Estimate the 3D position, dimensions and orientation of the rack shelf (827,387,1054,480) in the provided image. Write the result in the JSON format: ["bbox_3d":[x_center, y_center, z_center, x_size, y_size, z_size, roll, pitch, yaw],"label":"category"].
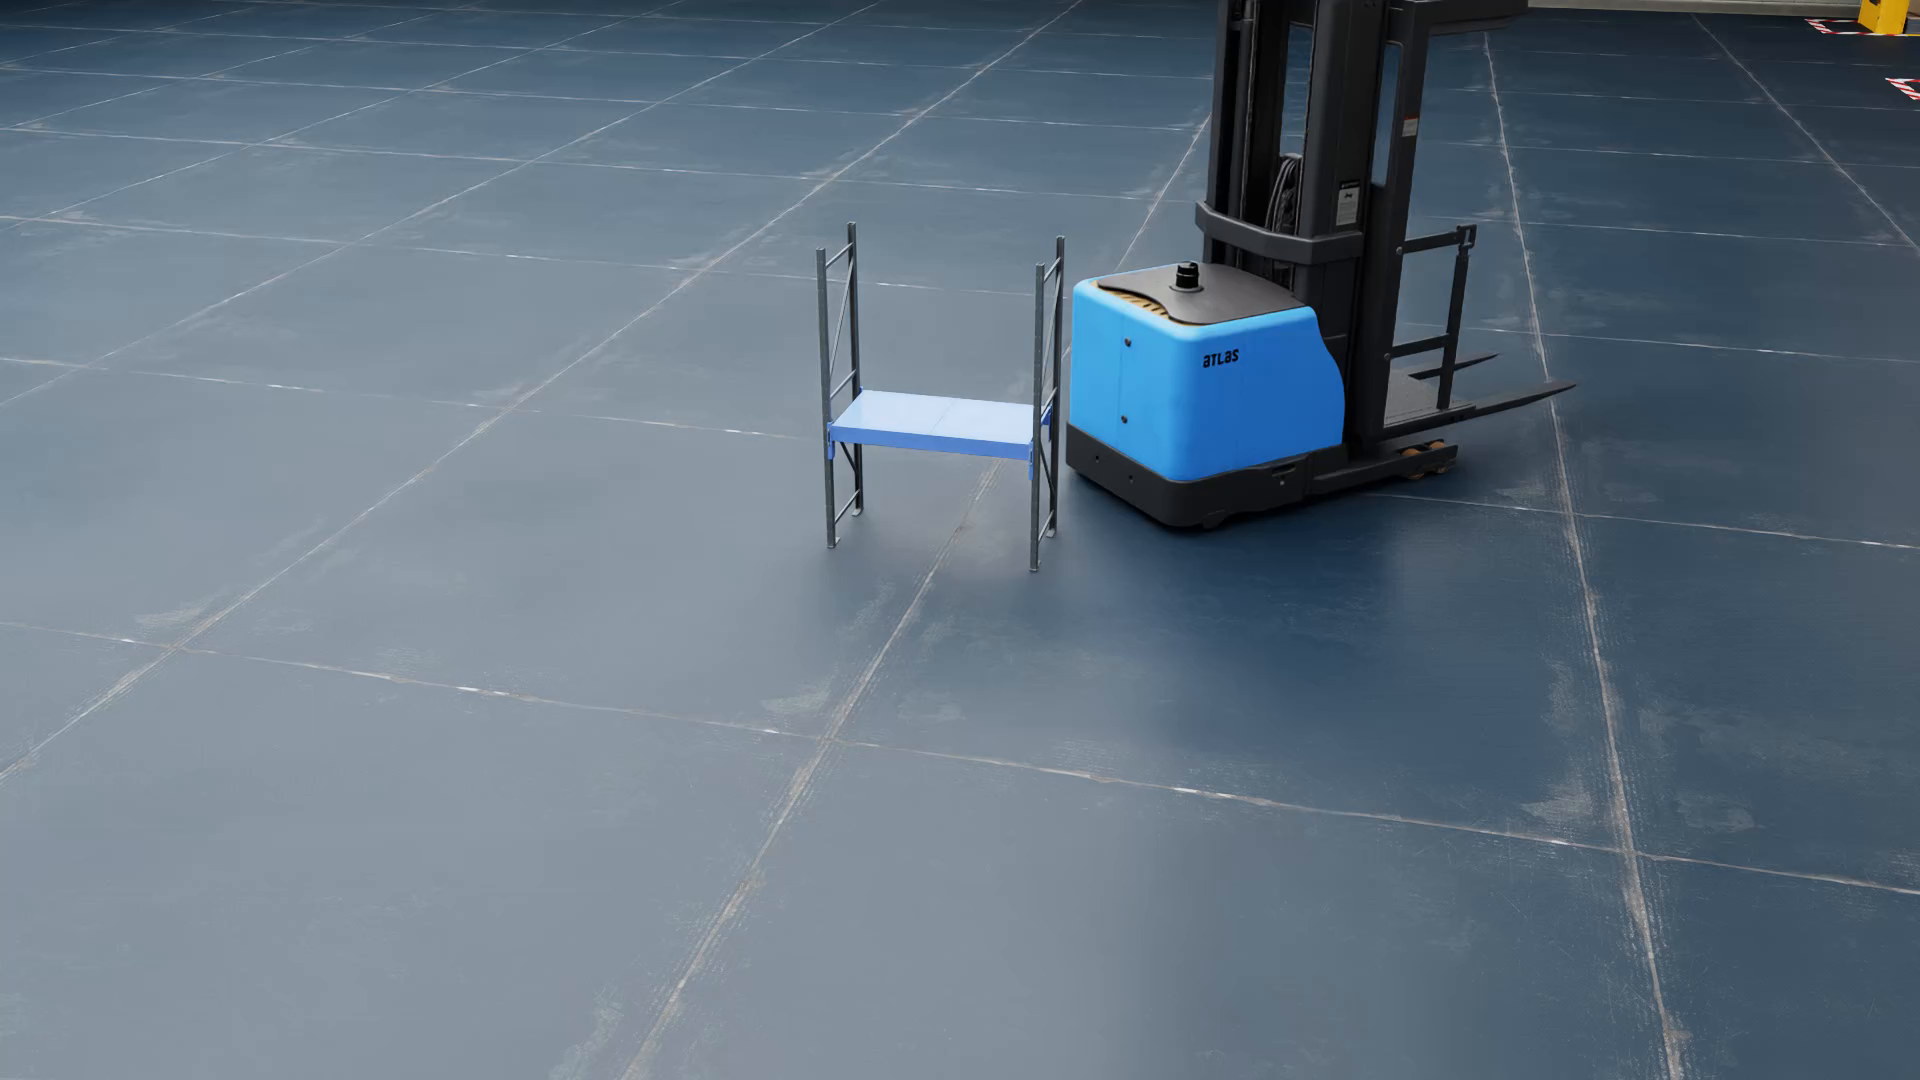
[{"bbox_3d":[-0.083,-0.524,8.024,1.000,0.185,0.538,6,26,13],"label":"rack shelf"}]

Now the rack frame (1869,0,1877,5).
[{"bbox_3d":[12.835,-8.550,22.720,0.127,3.000,1.000,6,26,13],"label":"rack frame"}]

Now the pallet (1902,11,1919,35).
[{"bbox_3d":[13.687,-7.182,23.089,1.213,0.211,1.003,6,26,13],"label":"pallet"}]

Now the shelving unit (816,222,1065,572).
[{"bbox_3d":[-0.083,-0.686,7.947,1.048,1.500,0.538,6,26,13],"label":"shelving unit"}]

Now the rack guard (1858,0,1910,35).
[{"bbox_3d":[12.909,-7.414,23.241,0.348,0.500,1.175,6,26,13],"label":"rack guard"}]

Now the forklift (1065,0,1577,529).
[{"bbox_3d":[2.102,-1.826,8.676,3.031,2.935,1.130,-14,29,-27],"label":"forklift"}]

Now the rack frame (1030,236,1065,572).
[{"bbox_3d":[0.410,-0.632,7.832,0.032,1.500,0.500,6,26,13],"label":"rack frame"}]

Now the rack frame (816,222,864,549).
[{"bbox_3d":[-0.575,-0.741,8.061,0.032,1.500,0.500,6,26,13],"label":"rack frame"}]

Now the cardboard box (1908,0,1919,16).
[{"bbox_3d":[13.483,-7.424,22.969,0.500,0.311,0.500,3,26,7],"label":"cardboard box"}]
